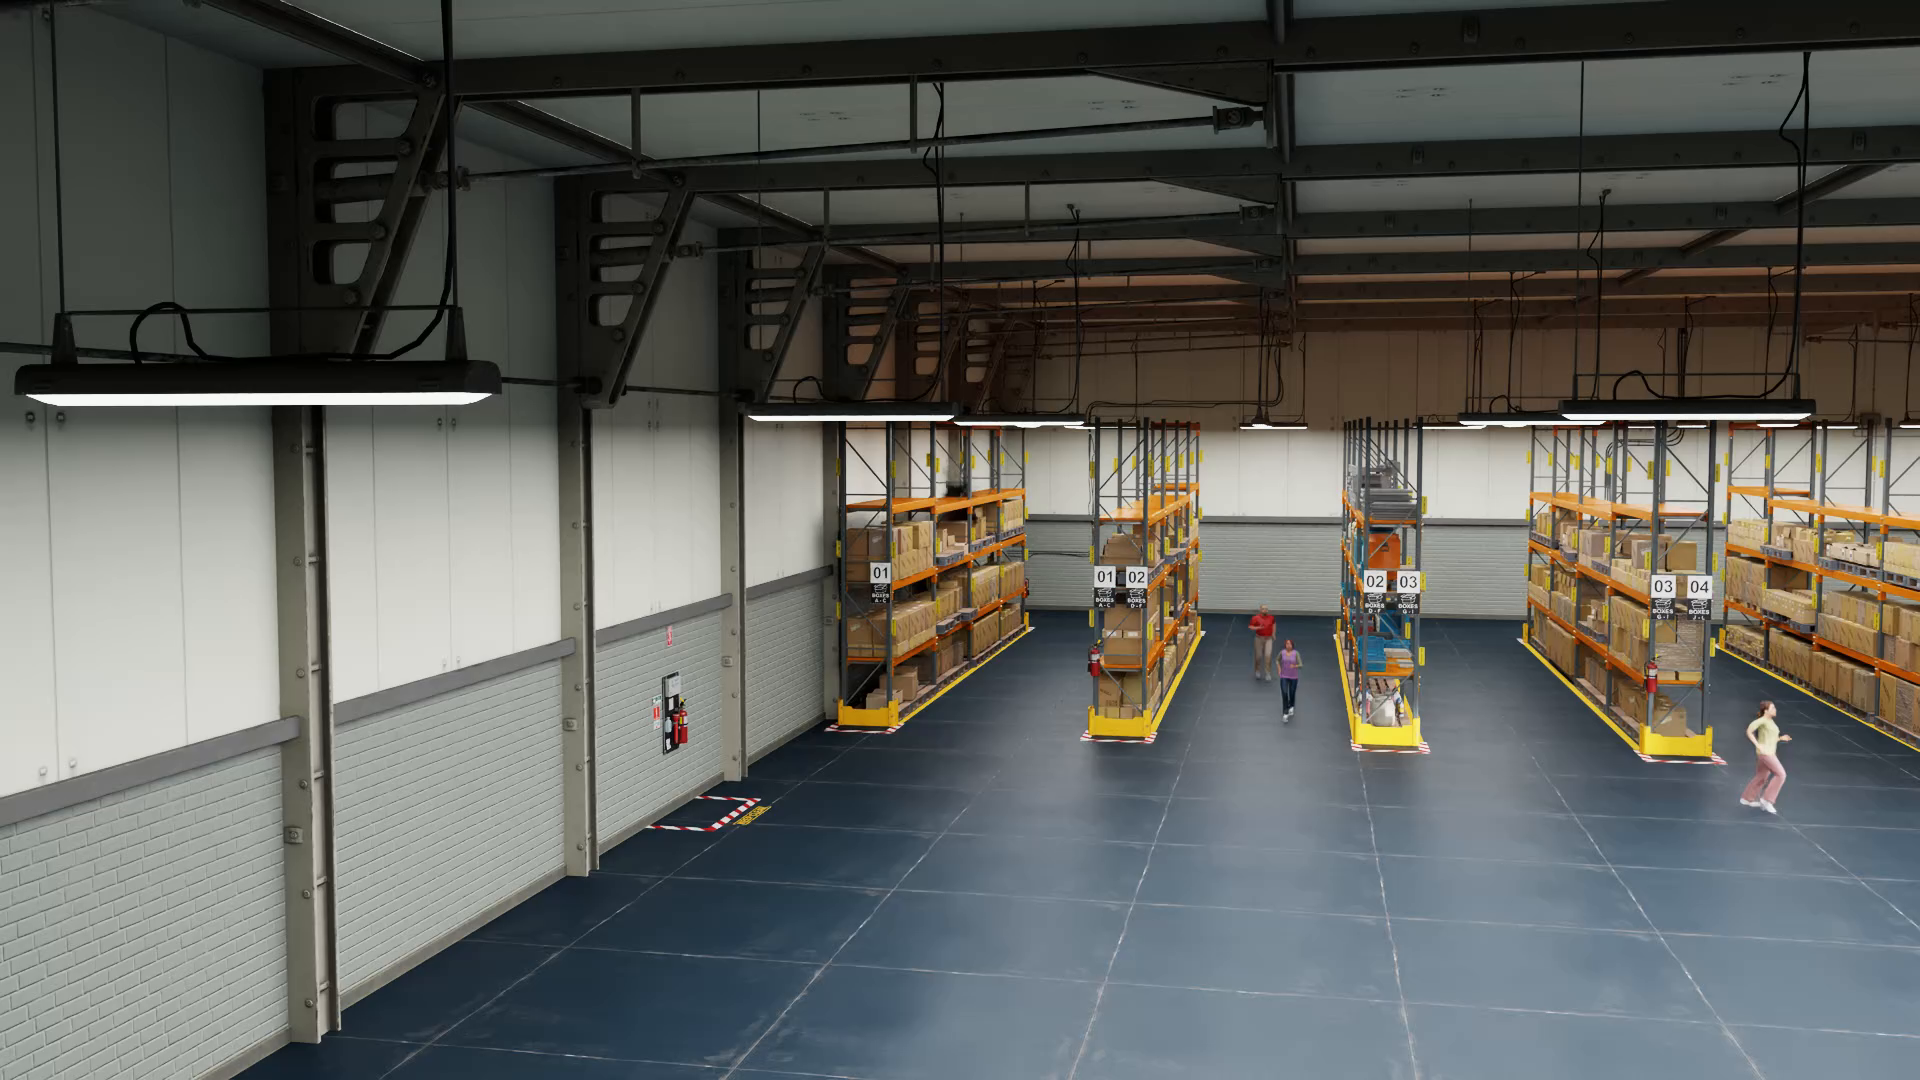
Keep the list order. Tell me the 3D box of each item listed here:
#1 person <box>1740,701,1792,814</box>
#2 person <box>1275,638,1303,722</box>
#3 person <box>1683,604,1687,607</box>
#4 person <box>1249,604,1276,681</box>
[{"bbox_3d":[12.159,3.265,25.093,0.692,1.697,0.553,3,5,36],"label":"person"},{"bbox_3d":[6.526,2.751,33.011,0.542,1.597,0.835,1,4,13],"label":"person"},{"bbox_3d":[18.593,2.122,42.120,0.677,1.631,0.677,1,4,15],"label":"person"},{"bbox_3d":[6.986,2.347,38.314,0.665,1.732,0.947,0,4,0],"label":"person"}]
